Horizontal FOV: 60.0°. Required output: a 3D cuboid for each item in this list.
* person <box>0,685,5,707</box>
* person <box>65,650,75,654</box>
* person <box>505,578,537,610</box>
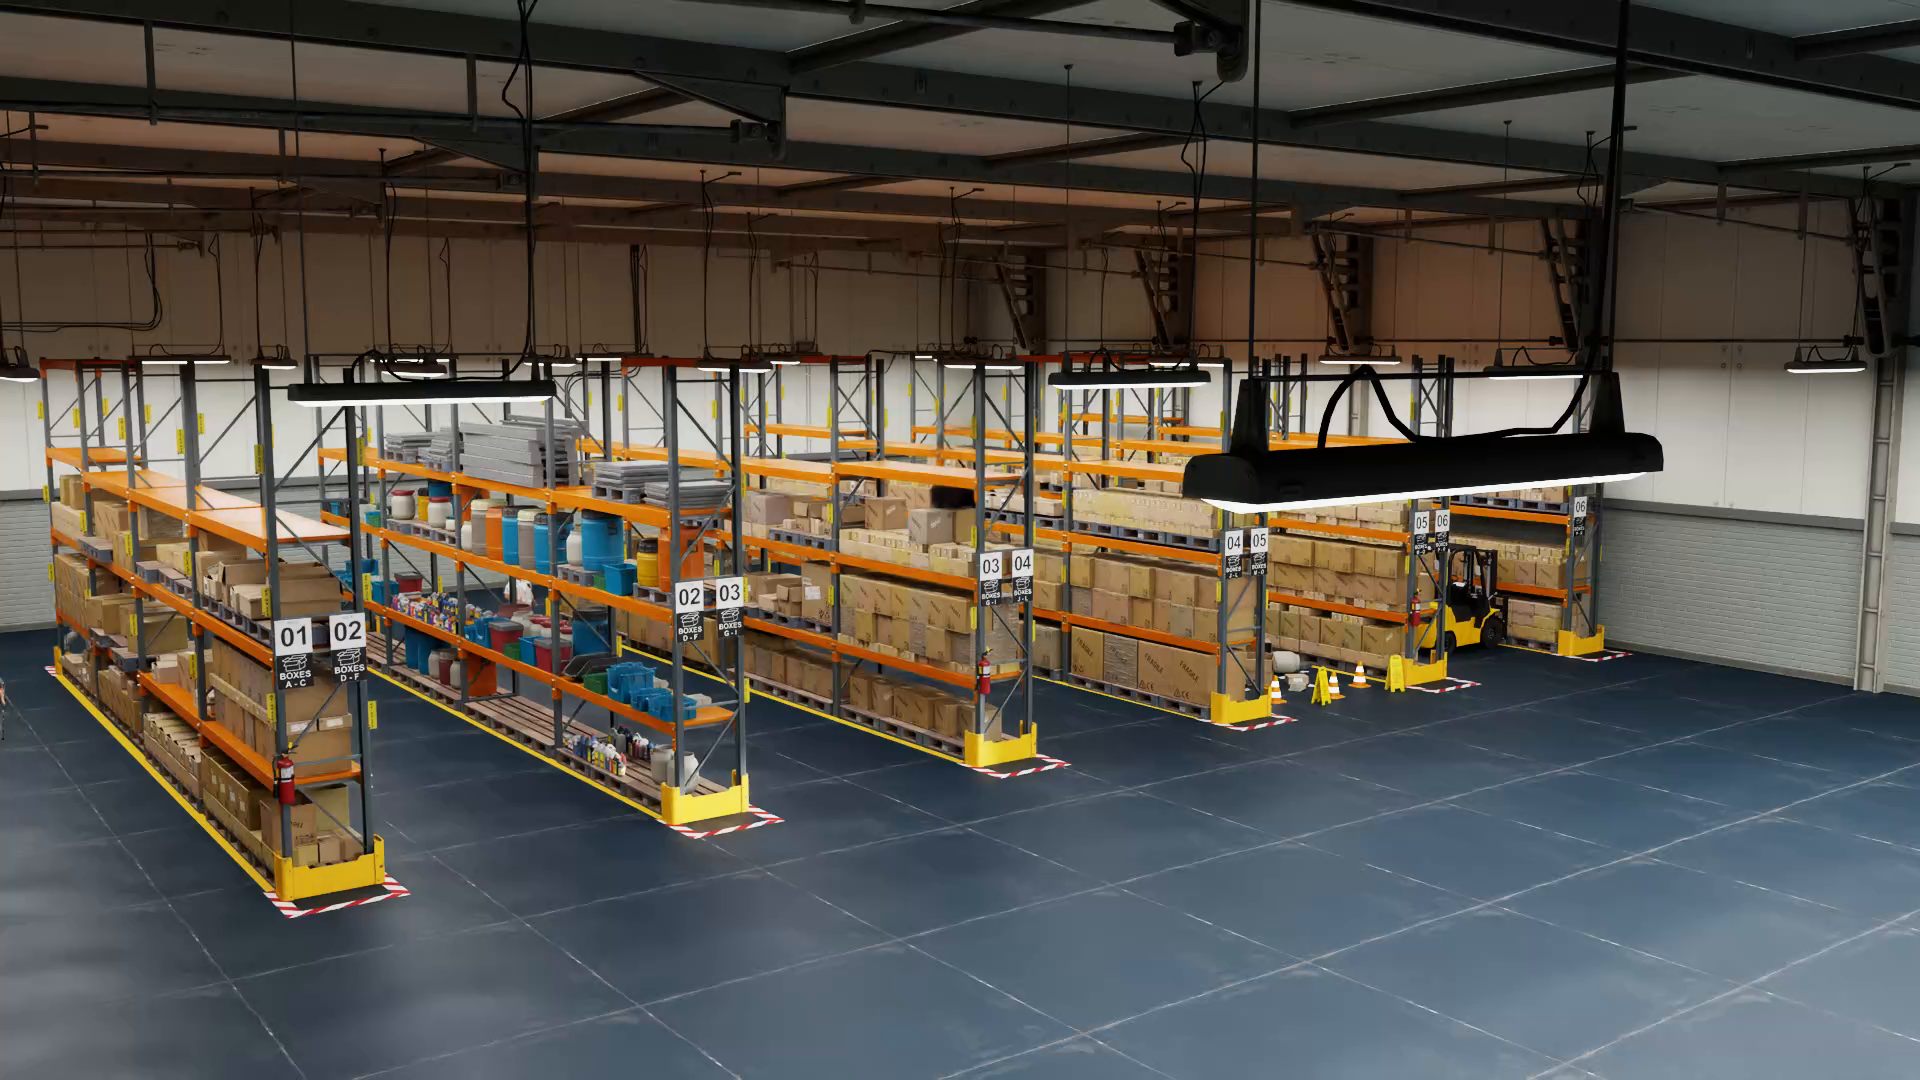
[{"bbox_3d":[-14.569,2.540,24.882,0.573,1.628,0.758,-7,9,-44],"label":"person"},{"bbox_3d":[-17.580,1.566,33.122,0.794,1.697,0.639,-3,7,-21],"label":"person"},{"bbox_3d":[-8.990,1.407,34.060,0.674,1.682,0.782,-6,9,-43],"label":"person"}]
